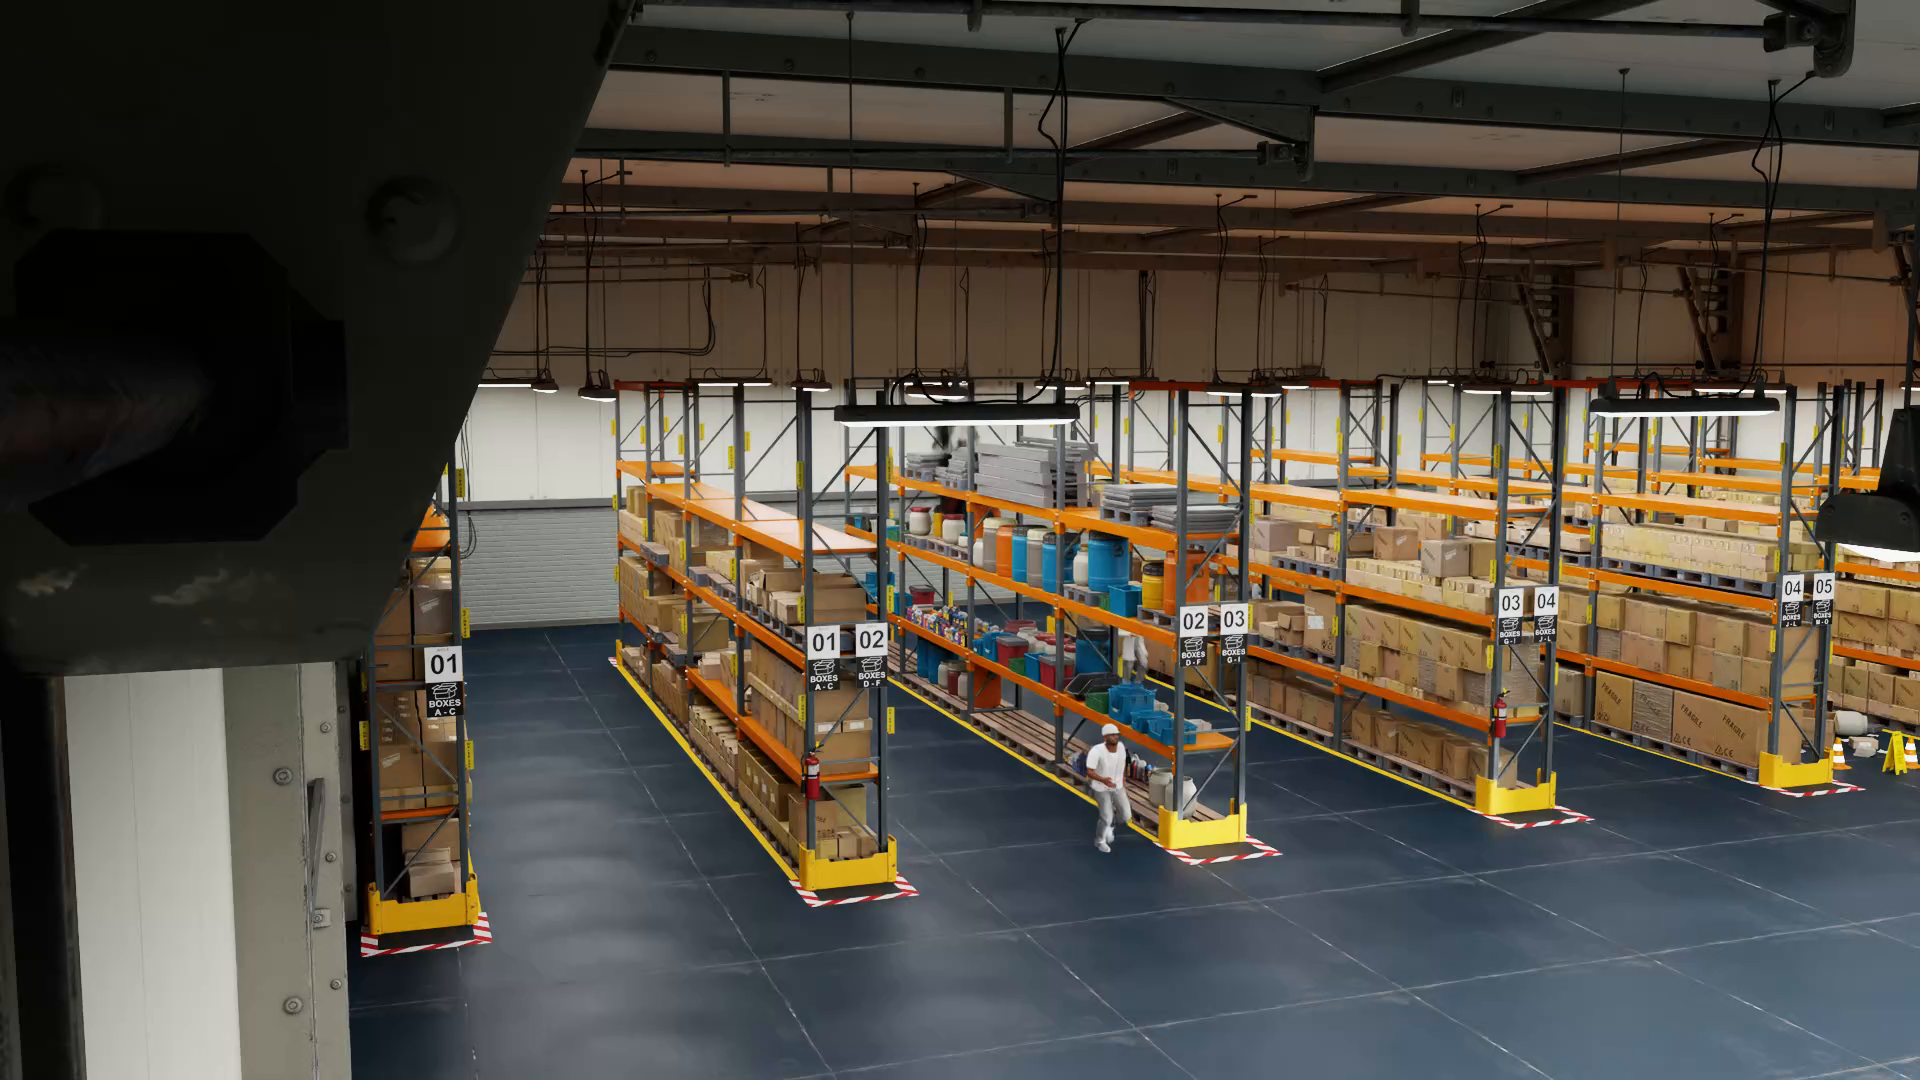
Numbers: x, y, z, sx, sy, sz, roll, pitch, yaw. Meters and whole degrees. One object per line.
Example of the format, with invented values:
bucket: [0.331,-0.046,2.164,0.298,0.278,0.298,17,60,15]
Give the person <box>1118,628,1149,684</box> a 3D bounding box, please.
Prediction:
person: [3.341,2.130,31.968,0.682,1.732,0.812,-2,6,-17]

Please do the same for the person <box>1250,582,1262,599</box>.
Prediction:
person: [7.427,1.089,41.784,0.851,1.700,0.555,-5,8,-37]

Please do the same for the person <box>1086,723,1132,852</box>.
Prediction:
person: [1.958,3.213,21.520,0.702,1.709,0.616,-3,7,-30]
